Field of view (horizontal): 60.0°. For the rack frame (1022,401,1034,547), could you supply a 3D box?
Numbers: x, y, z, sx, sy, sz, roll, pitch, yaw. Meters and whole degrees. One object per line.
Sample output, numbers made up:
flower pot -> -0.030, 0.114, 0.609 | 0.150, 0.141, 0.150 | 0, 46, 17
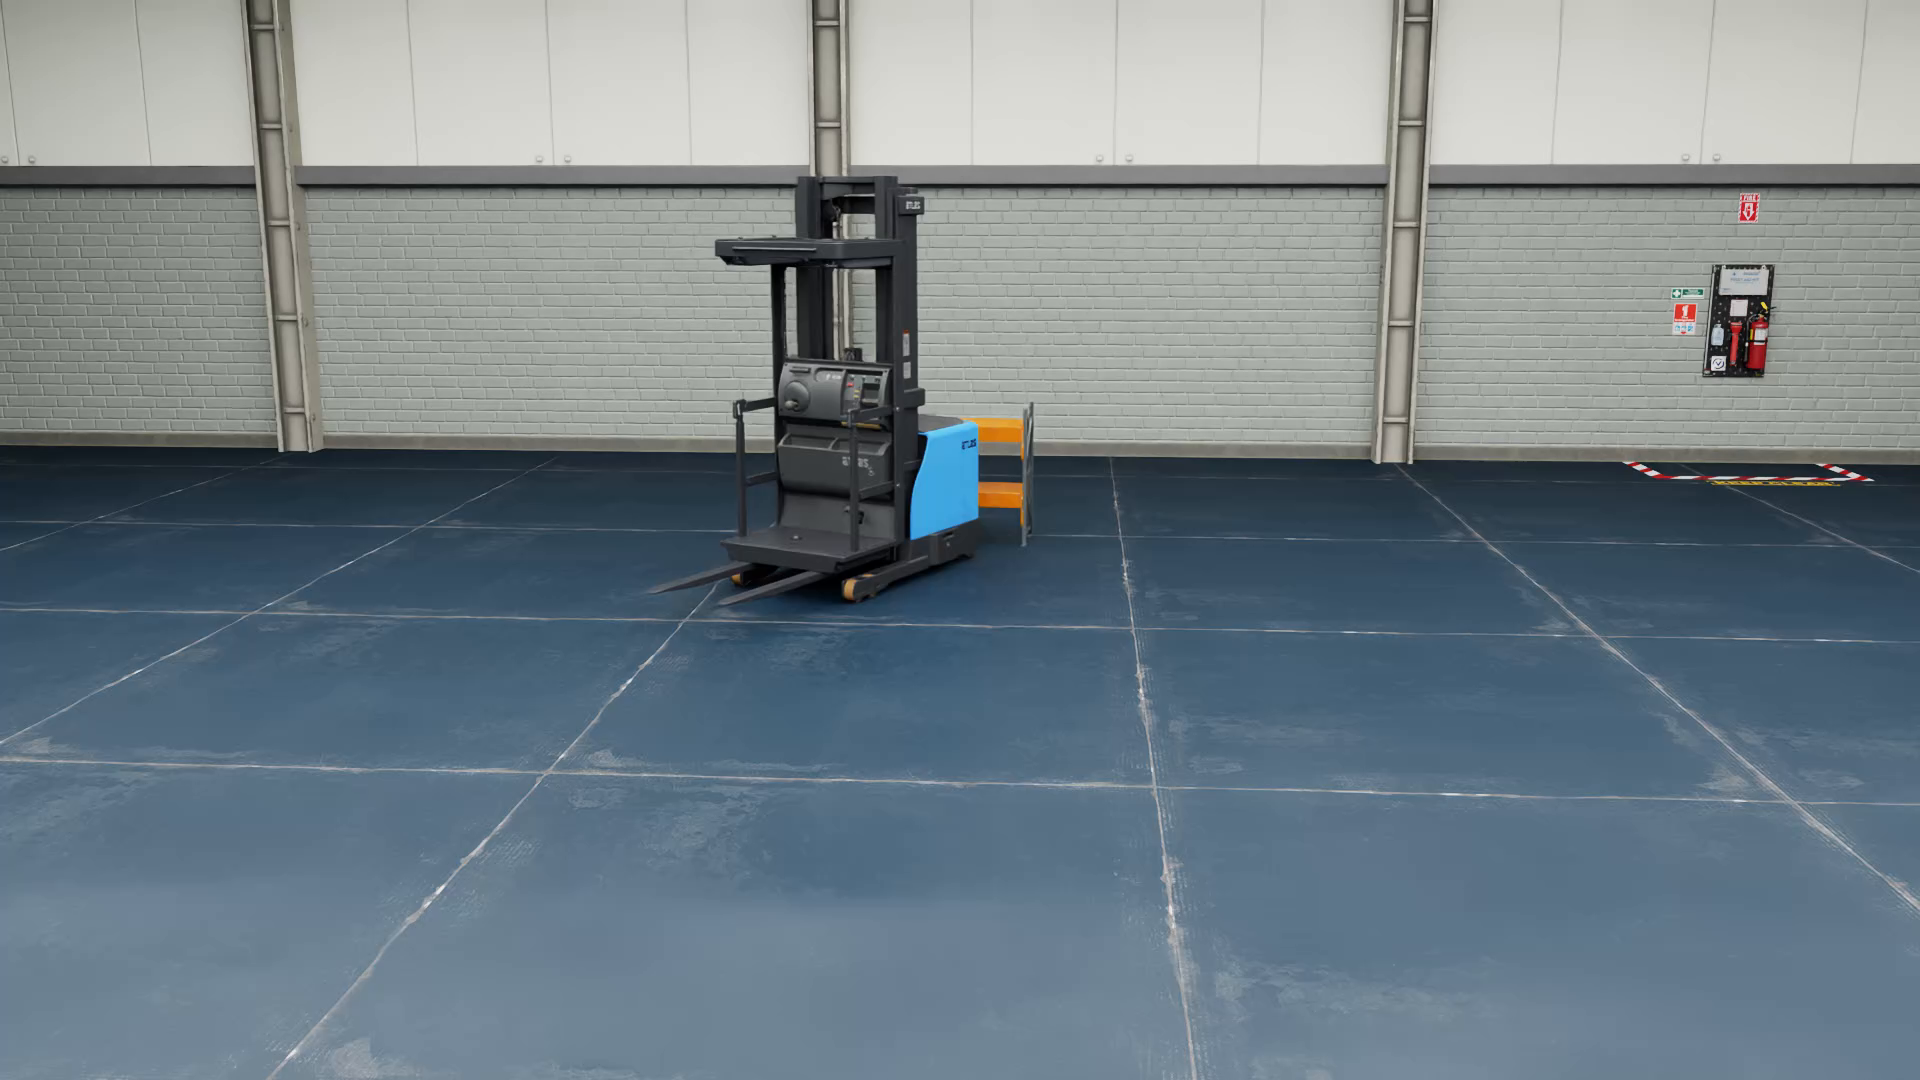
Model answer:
rack frame -> 0.557, -0.547, 13.638 | 0.032, 1.125, 0.500 | 2, 12, 8

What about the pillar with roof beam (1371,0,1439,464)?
pillar with roof beam -> 4.330, -4.368, 12.672 | 0.400, 9.000, 9.100 | 1, 12, 4

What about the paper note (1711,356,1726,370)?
paper note -> 7.969, -1.856, 17.466 | 0.142, 0.148, 0.016 | 1, 12, 4

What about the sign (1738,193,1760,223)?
sign -> 8.140, -3.426, 17.158 | 0.199, 0.298, 0.001 | 1, 12, 4

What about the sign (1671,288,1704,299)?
sign -> 7.600, -2.574, 17.367 | 0.331, 0.109, 0.001 | 1, 12, 4

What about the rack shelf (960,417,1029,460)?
rack shelf -> 0.055, -0.849, 13.652 | 1.000, 0.278, 0.538 | 2, 12, 8

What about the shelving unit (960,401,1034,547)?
shelving unit -> 0.055, -0.563, 13.712 | 1.048, 1.125, 0.538 | 2, 12, 8

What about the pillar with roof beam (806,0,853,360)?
pillar with roof beam -> -1.656, -4.450, 13.065 | 0.400, 9.000, 9.100 | 1, 12, 4

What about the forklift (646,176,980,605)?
forklift -> -1.025, -1.104, 11.886 | 1.130, 2.935, 3.031 | 7, 14, 30

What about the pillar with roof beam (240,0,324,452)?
pillar with roof beam -> -7.643, -4.532, 13.457 | 0.400, 9.000, 9.100 | 1, 12, 4

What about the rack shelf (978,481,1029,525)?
rack shelf -> 0.055, -0.324, 13.762 | 1.000, 0.278, 0.538 | 2, 12, 8

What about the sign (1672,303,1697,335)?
sign -> 7.596, -2.317, 17.431 | 0.234, 0.329, 0.001 | 1, 12, 4

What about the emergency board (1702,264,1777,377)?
emergency board -> 8.141, -2.271, 17.297 | 0.643, 1.169, 0.194 | 1, 12, 4
